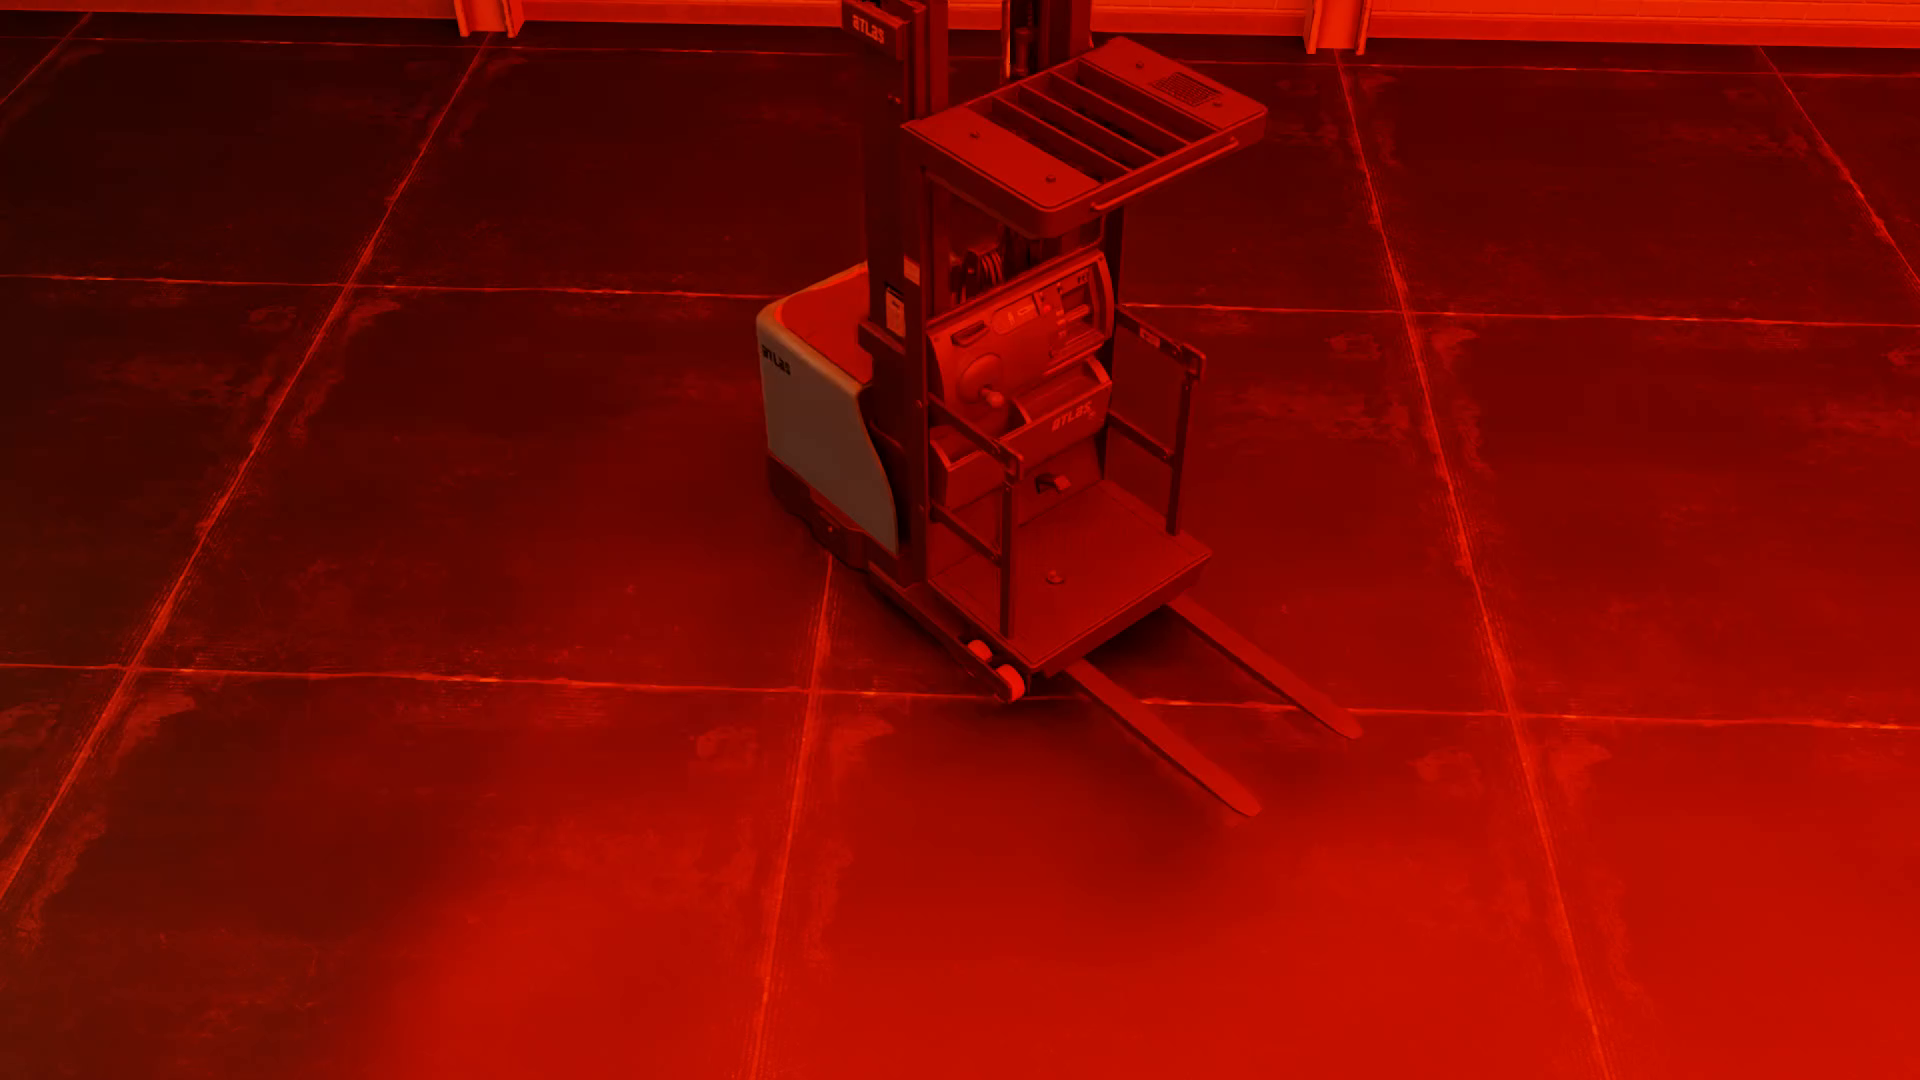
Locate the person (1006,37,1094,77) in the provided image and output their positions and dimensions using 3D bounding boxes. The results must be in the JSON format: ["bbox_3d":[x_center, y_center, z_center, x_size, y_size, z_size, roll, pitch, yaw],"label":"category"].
[{"bbox_3d":[0.553,-2.764,9.705,0.578,1.709,0.823,-4,43,-5],"label":"person"}]

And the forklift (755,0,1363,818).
[{"bbox_3d":[0.399,-0.771,6.586,1.130,2.935,3.031,-30,50,-29],"label":"forklift"}]
